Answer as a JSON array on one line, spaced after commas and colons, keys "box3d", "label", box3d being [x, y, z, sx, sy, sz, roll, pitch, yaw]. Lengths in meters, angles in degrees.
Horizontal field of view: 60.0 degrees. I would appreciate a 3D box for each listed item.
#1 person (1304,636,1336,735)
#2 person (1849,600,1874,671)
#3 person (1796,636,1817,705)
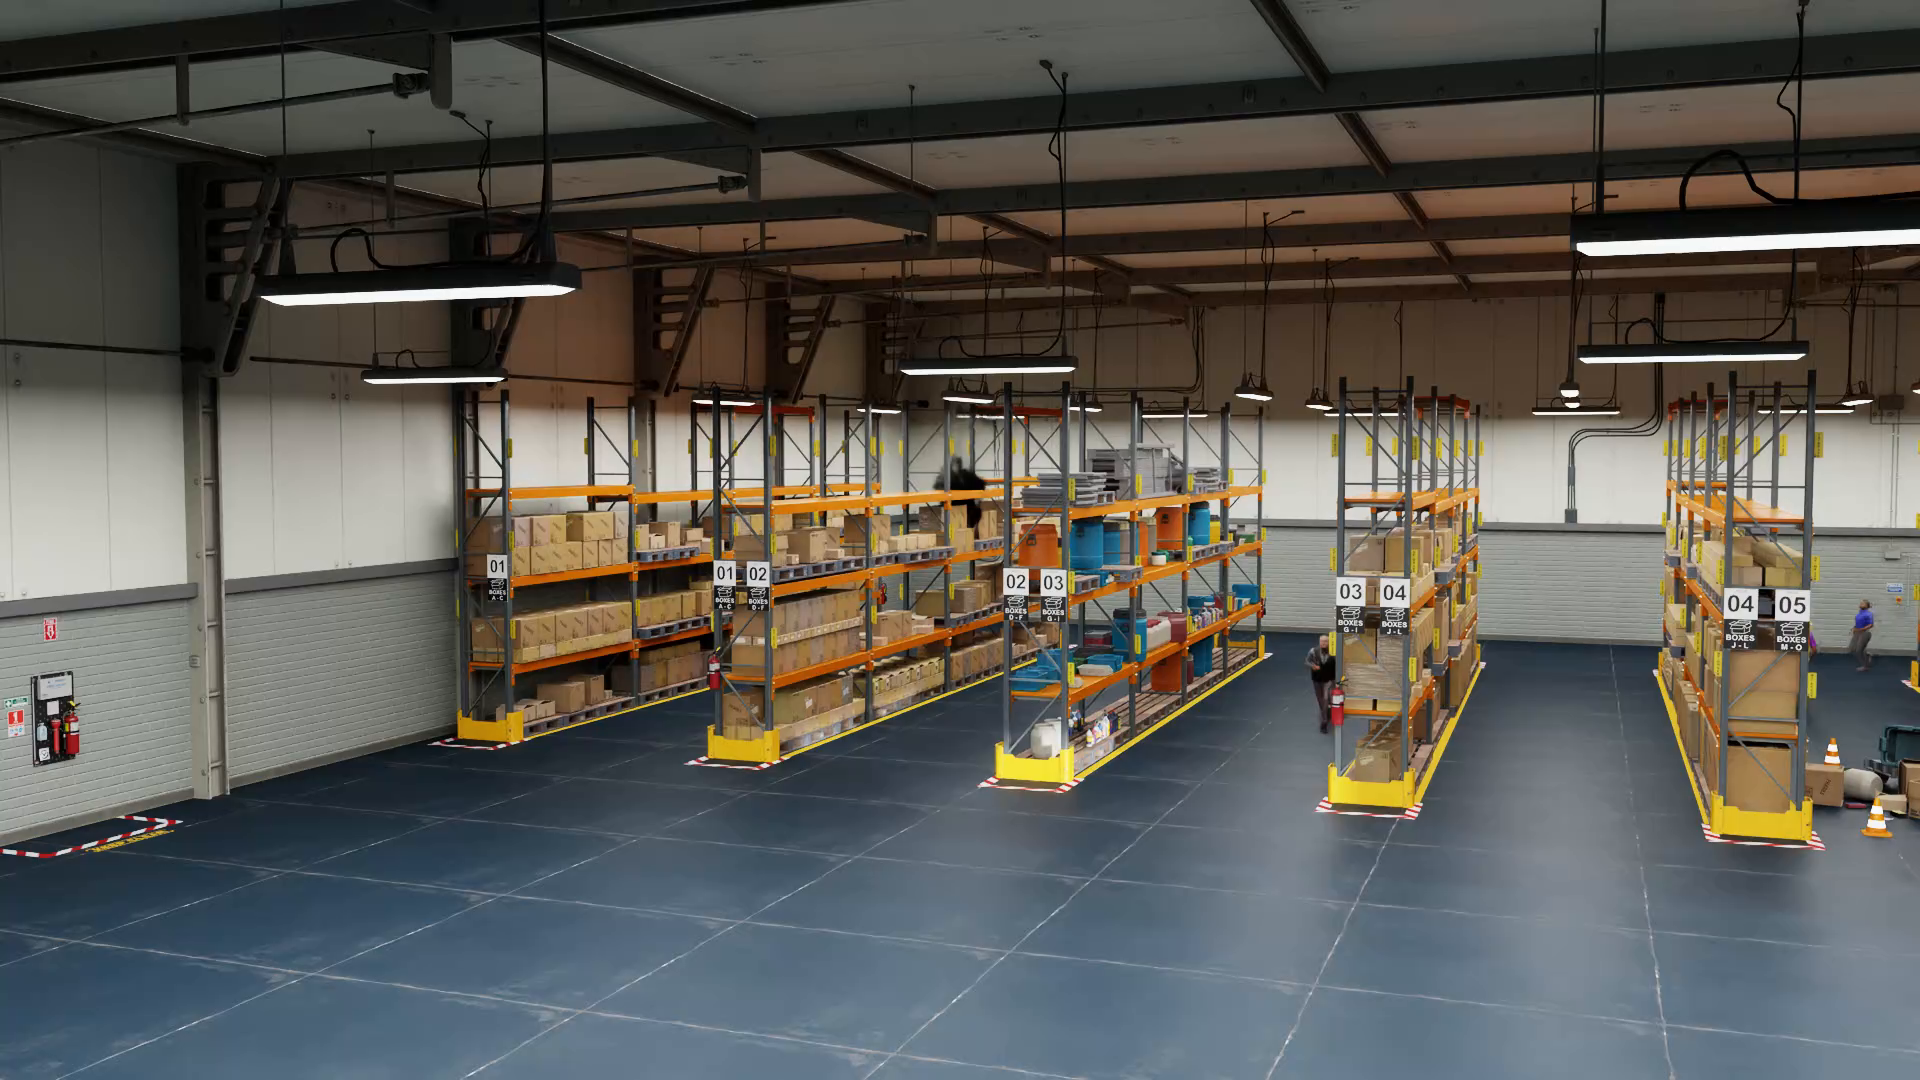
[{"box3d": [6.472, 2.536, 29.536, 0.657, 1.735, 1.013, 1, 3, 21], "label": "person"}, {"box3d": [20.310, 2.149, 37.431, 0.558, 1.600, 0.554, 0, 3, 0], "label": "person"}, {"box3d": [16.274, 2.358, 32.350, 0.686, 1.722, 0.589, 1, 3, 24], "label": "person"}]
